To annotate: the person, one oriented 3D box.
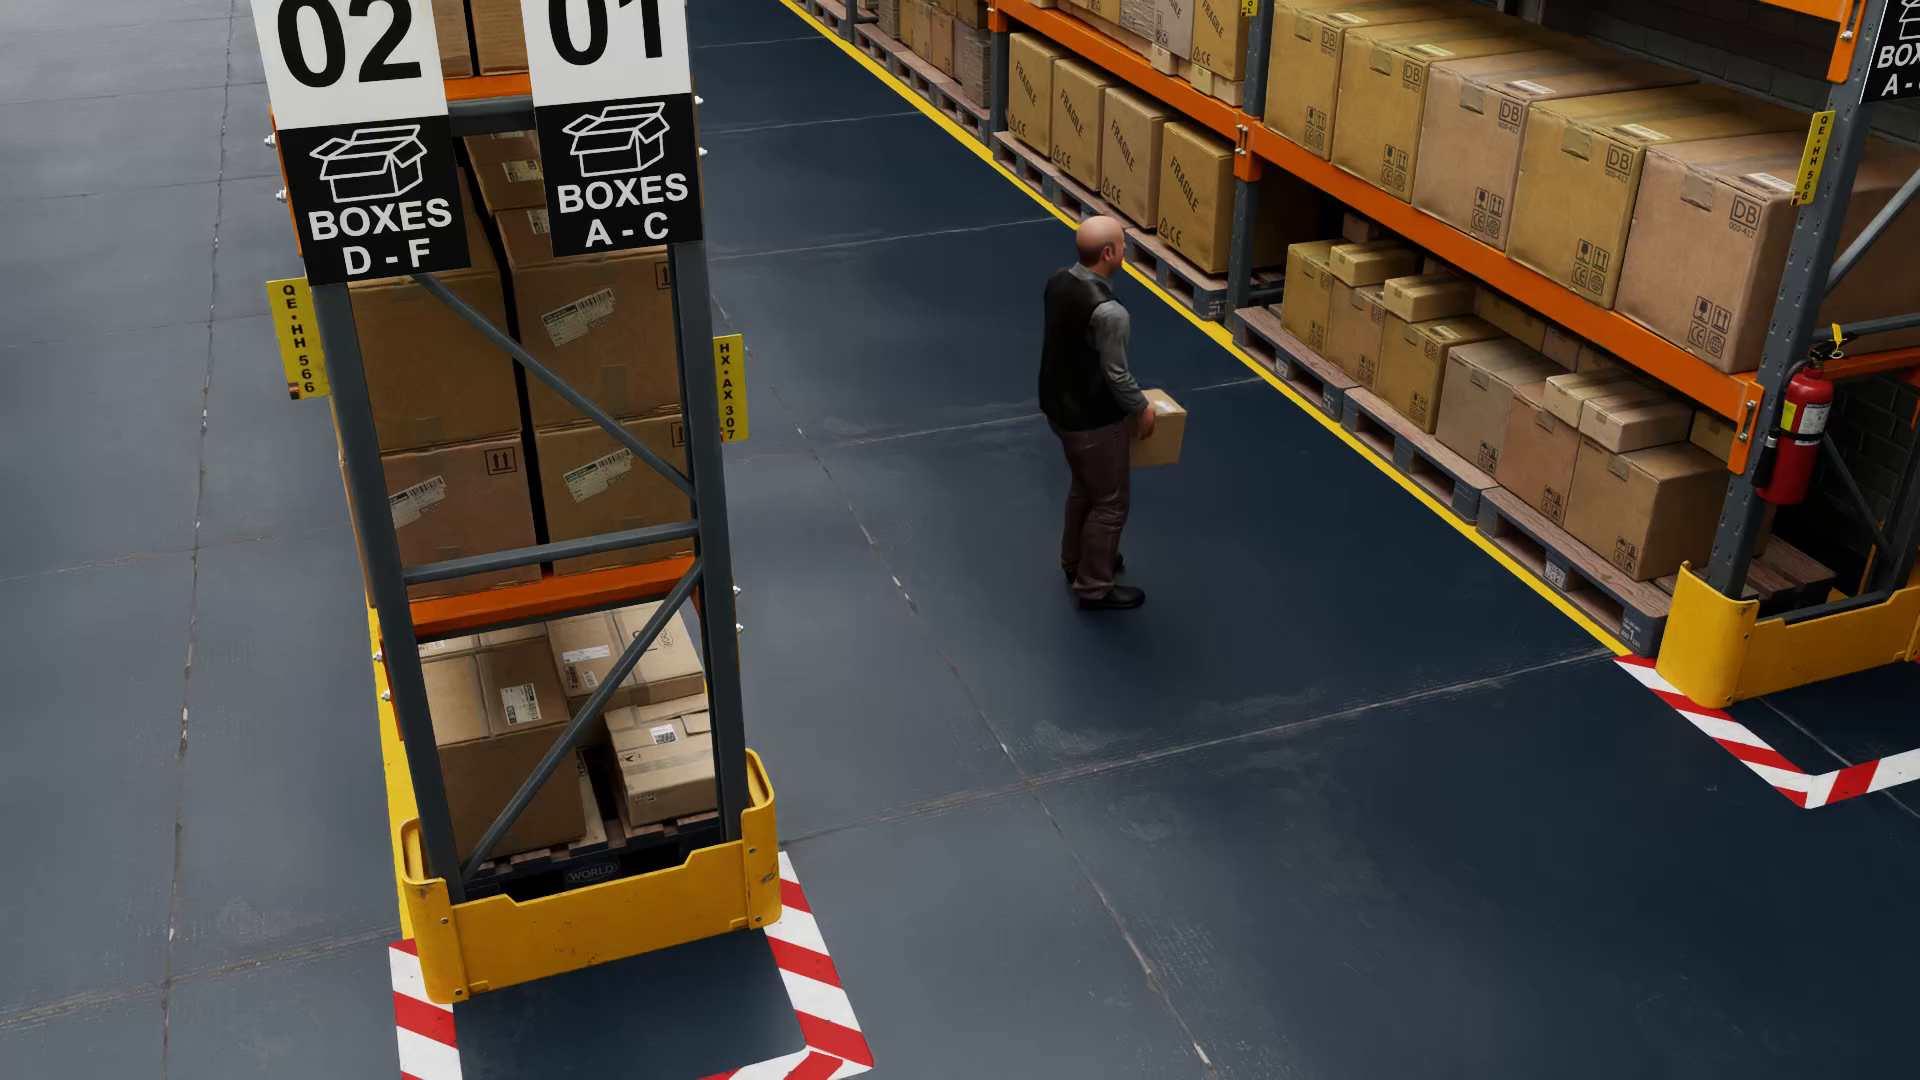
[{"bbox_3d":[0.574,-0.546,7.106,0.469,1.727,0.548,-11,31,-19],"label":"person"}]
